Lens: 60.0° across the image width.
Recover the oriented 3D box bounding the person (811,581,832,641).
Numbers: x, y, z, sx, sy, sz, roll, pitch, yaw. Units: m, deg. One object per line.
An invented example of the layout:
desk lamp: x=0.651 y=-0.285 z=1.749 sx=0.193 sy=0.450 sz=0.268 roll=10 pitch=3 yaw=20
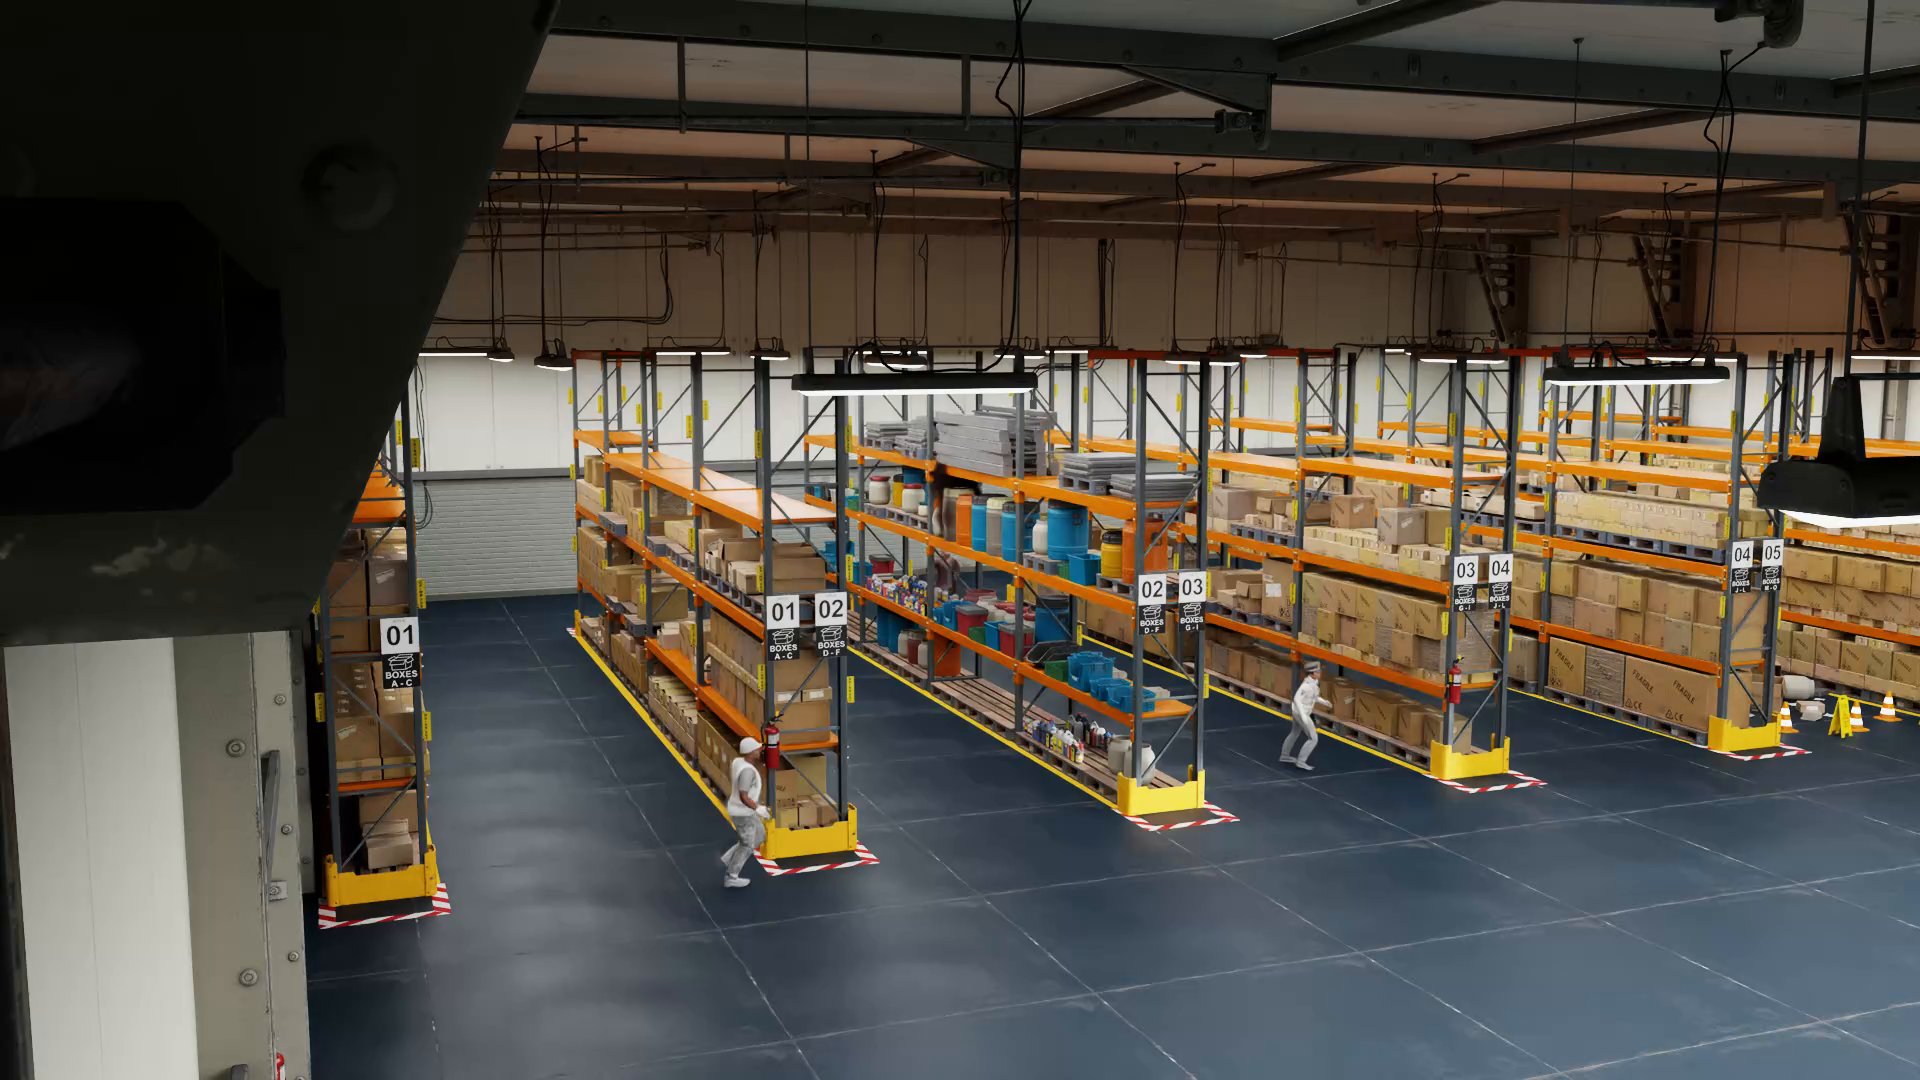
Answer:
person: x=-2.639 y=1.595 z=31.524 sx=0.590 sy=1.761 sz=0.829 roll=-2 pitch=8 yaw=-19

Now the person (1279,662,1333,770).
person: x=5.047 y=2.546 z=24.268 sx=0.756 sy=1.620 sz=0.652 roll=2 pitch=7 yaw=14

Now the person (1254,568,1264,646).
person: x=5.902 y=1.433 z=32.373 sx=0.670 sy=1.770 sz=0.728 roll=-3 pitch=8 yaw=-23

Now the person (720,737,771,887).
person: x=-2.475 y=3.113 z=19.091 sx=0.564 sy=1.727 sz=0.653 roll=-2 pitch=7 yaw=-13

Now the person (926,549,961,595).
person: x=-0.285 y=1.028 z=35.639 sx=0.677 sy=1.791 sz=0.766 roll=-5 pitch=8 yaw=-32
